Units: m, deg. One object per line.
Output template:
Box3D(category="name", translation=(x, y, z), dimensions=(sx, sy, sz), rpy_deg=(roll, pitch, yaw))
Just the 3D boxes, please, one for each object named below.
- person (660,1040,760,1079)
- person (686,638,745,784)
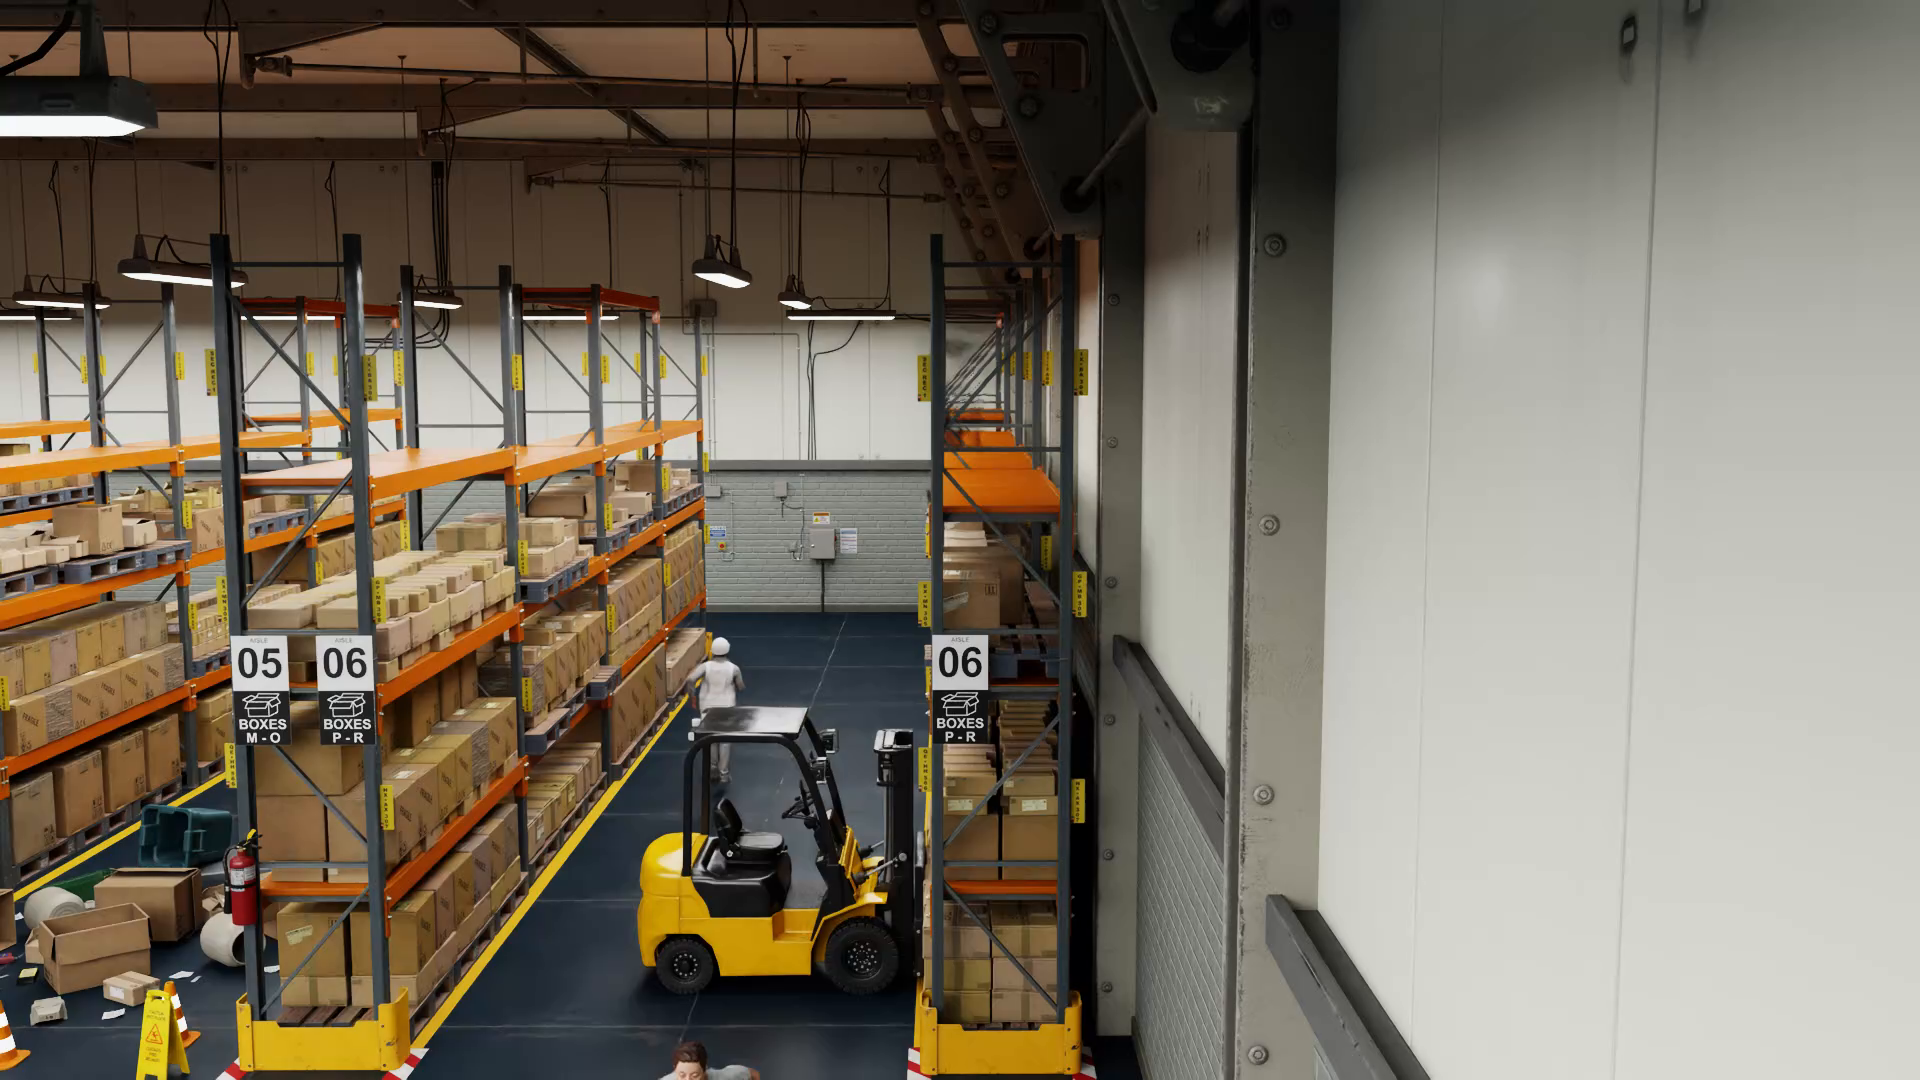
Box3D(category="person", translation=(-1.388, 3.400, 9.155), dimensions=(0.606, 1.625, 0.952), rpy_deg=(0, 6, 0))
Box3D(category="person", translation=(-2.933, 2.078, 20.068), dimensions=(0.661, 1.809, 0.878), rpy_deg=(0, 6, 1))
